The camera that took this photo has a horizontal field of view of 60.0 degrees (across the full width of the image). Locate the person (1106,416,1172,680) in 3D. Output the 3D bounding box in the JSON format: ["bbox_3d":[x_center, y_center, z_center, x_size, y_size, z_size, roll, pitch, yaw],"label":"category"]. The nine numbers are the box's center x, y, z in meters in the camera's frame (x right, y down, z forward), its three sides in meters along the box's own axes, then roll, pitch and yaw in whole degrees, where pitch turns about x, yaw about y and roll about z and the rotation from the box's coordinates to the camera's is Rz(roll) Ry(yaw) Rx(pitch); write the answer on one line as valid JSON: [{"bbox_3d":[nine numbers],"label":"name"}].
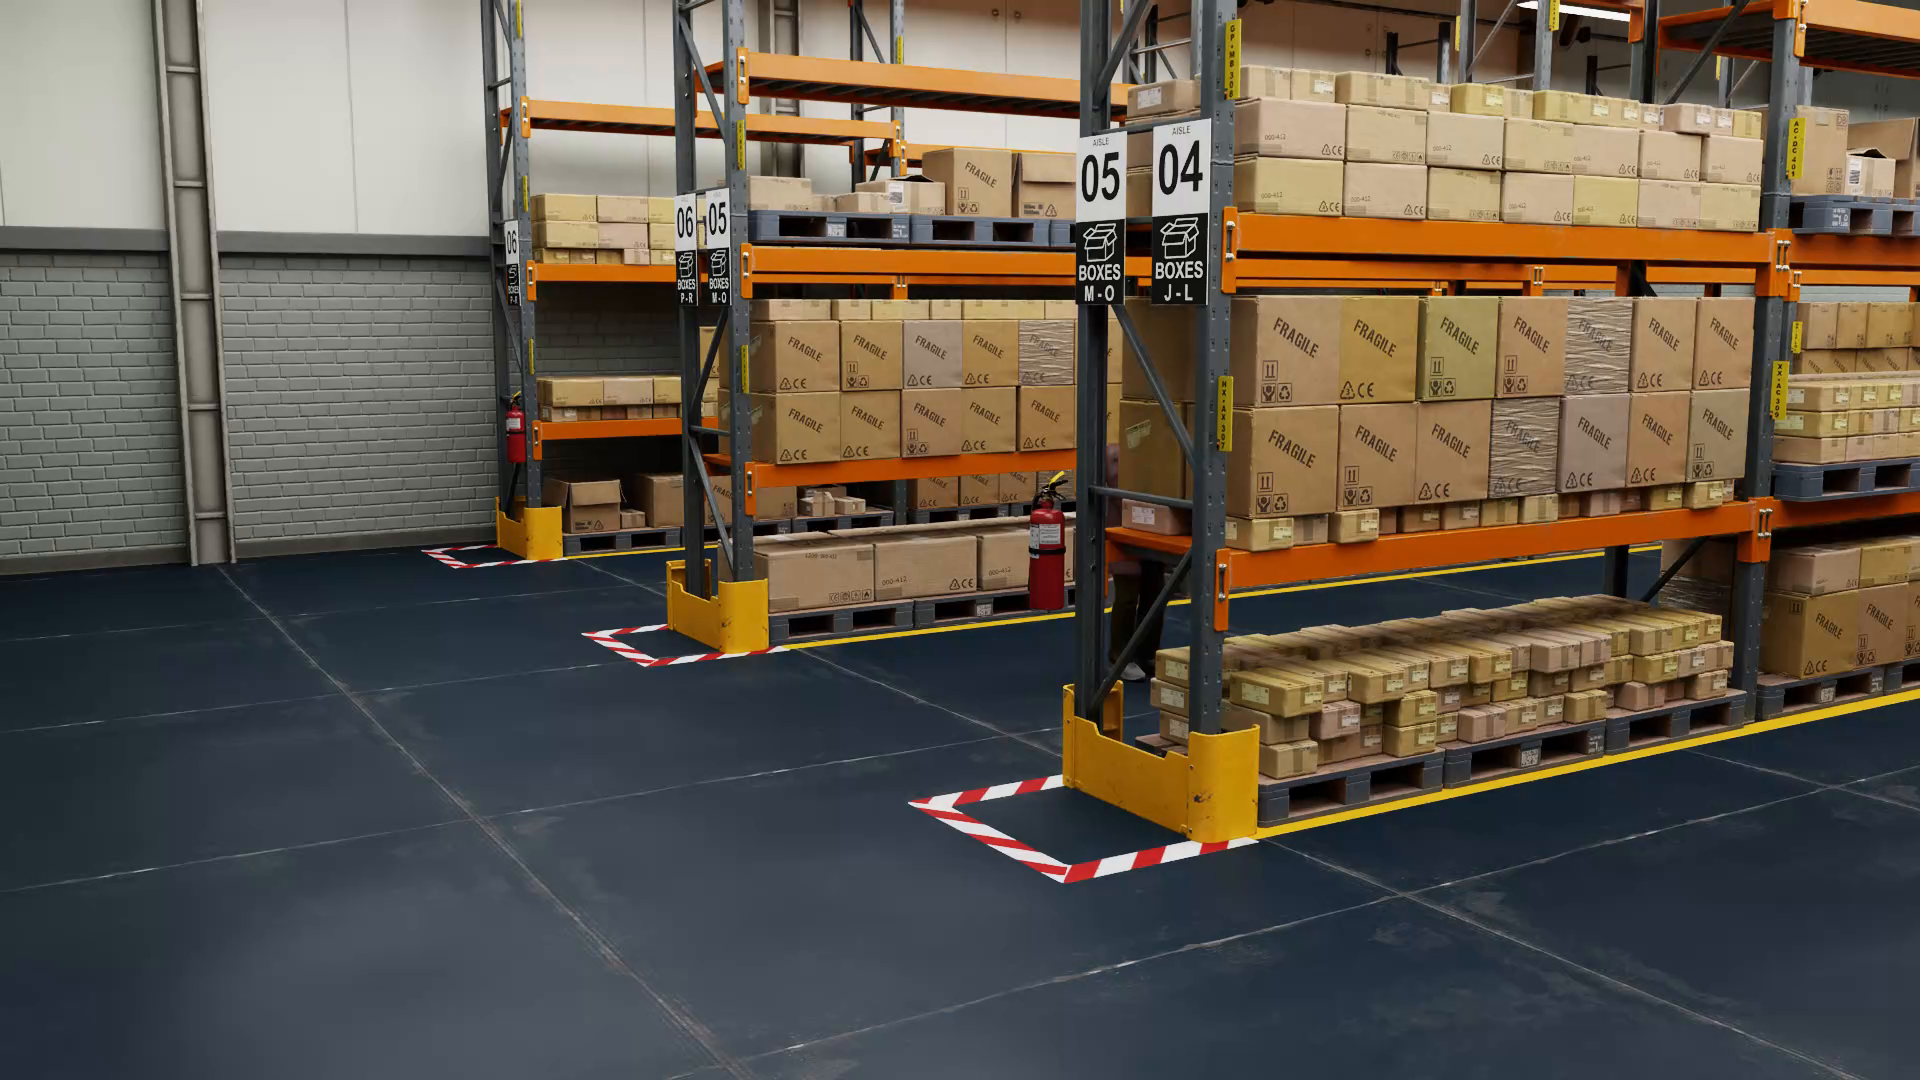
[{"bbox_3d":[1.204,0.012,10.804,0.527,1.769,0.563,-5,9,-31],"label":"person"}]
